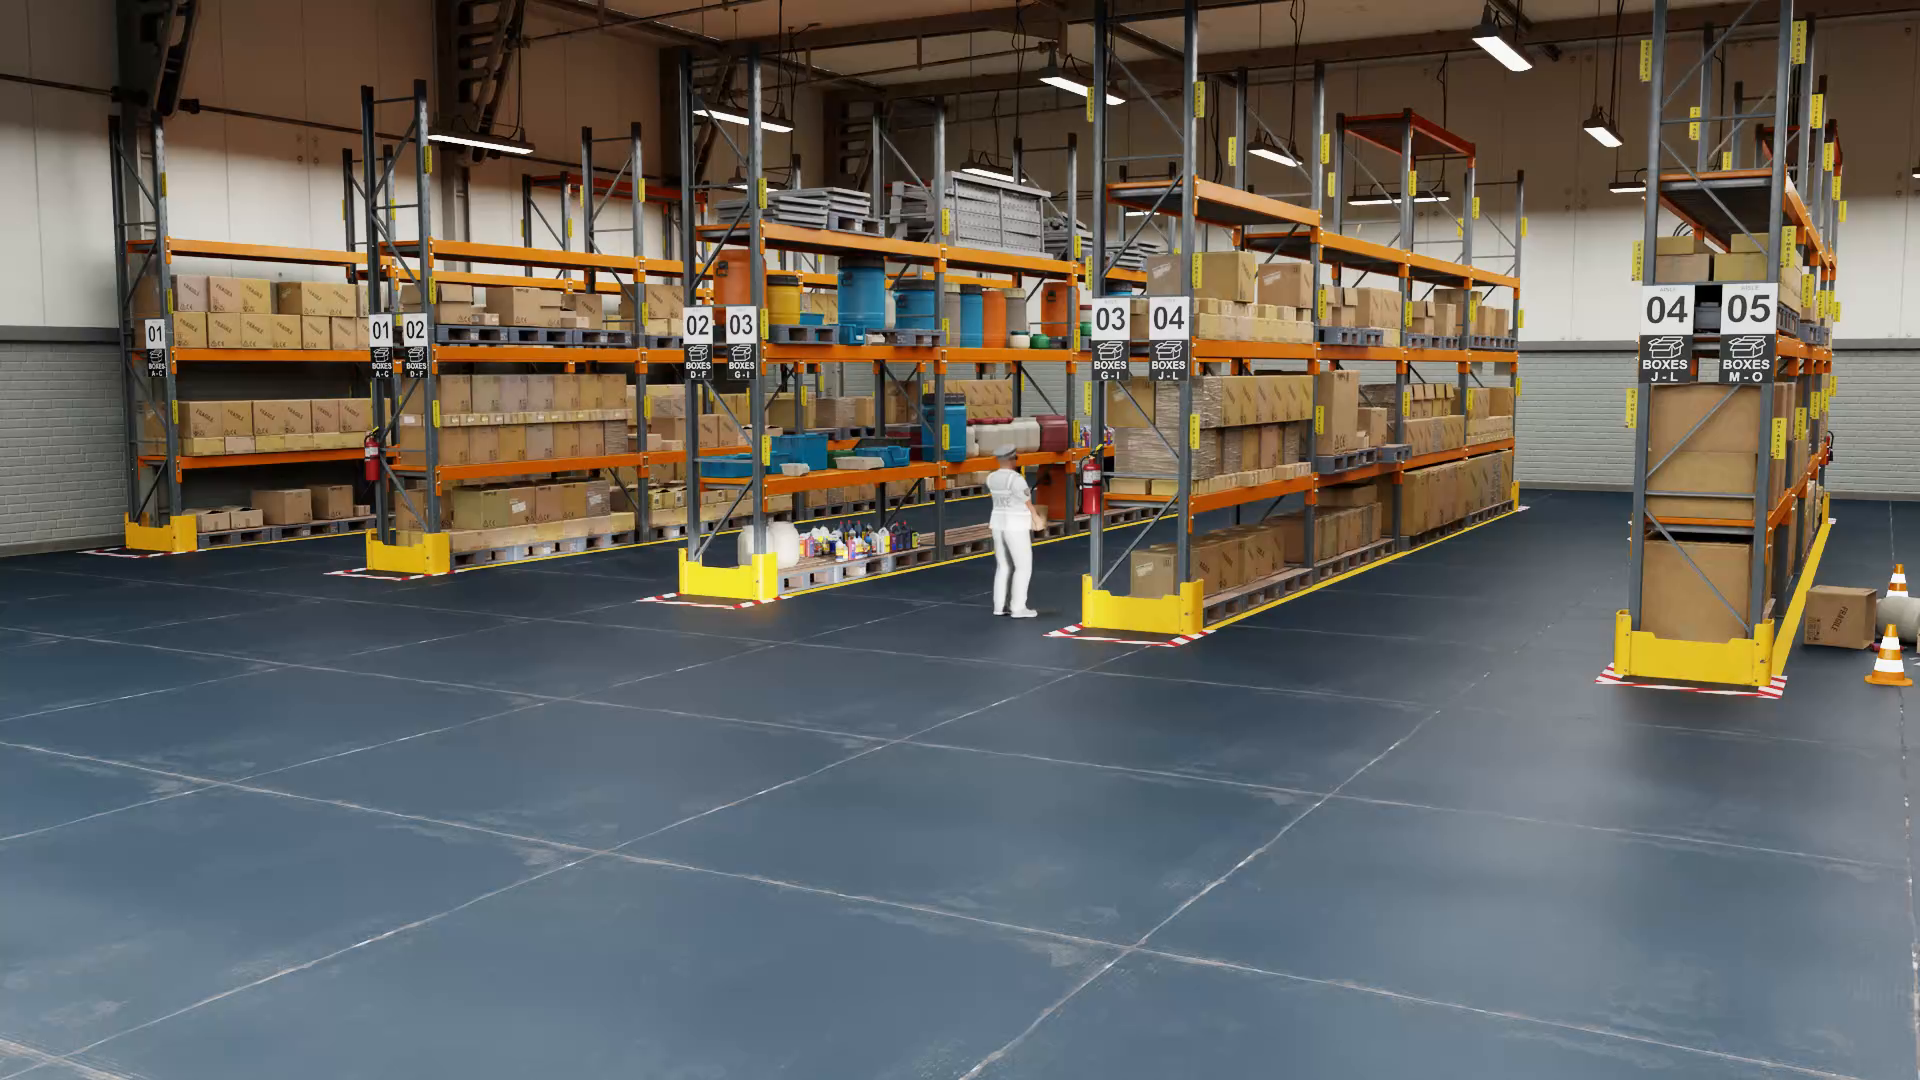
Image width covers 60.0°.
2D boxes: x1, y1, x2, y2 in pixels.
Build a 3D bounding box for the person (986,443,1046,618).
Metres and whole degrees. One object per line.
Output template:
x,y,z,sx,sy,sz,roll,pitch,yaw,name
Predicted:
0.577,-0.110,17.041,0.562,1.772,0.504,-5,8,-42,person
